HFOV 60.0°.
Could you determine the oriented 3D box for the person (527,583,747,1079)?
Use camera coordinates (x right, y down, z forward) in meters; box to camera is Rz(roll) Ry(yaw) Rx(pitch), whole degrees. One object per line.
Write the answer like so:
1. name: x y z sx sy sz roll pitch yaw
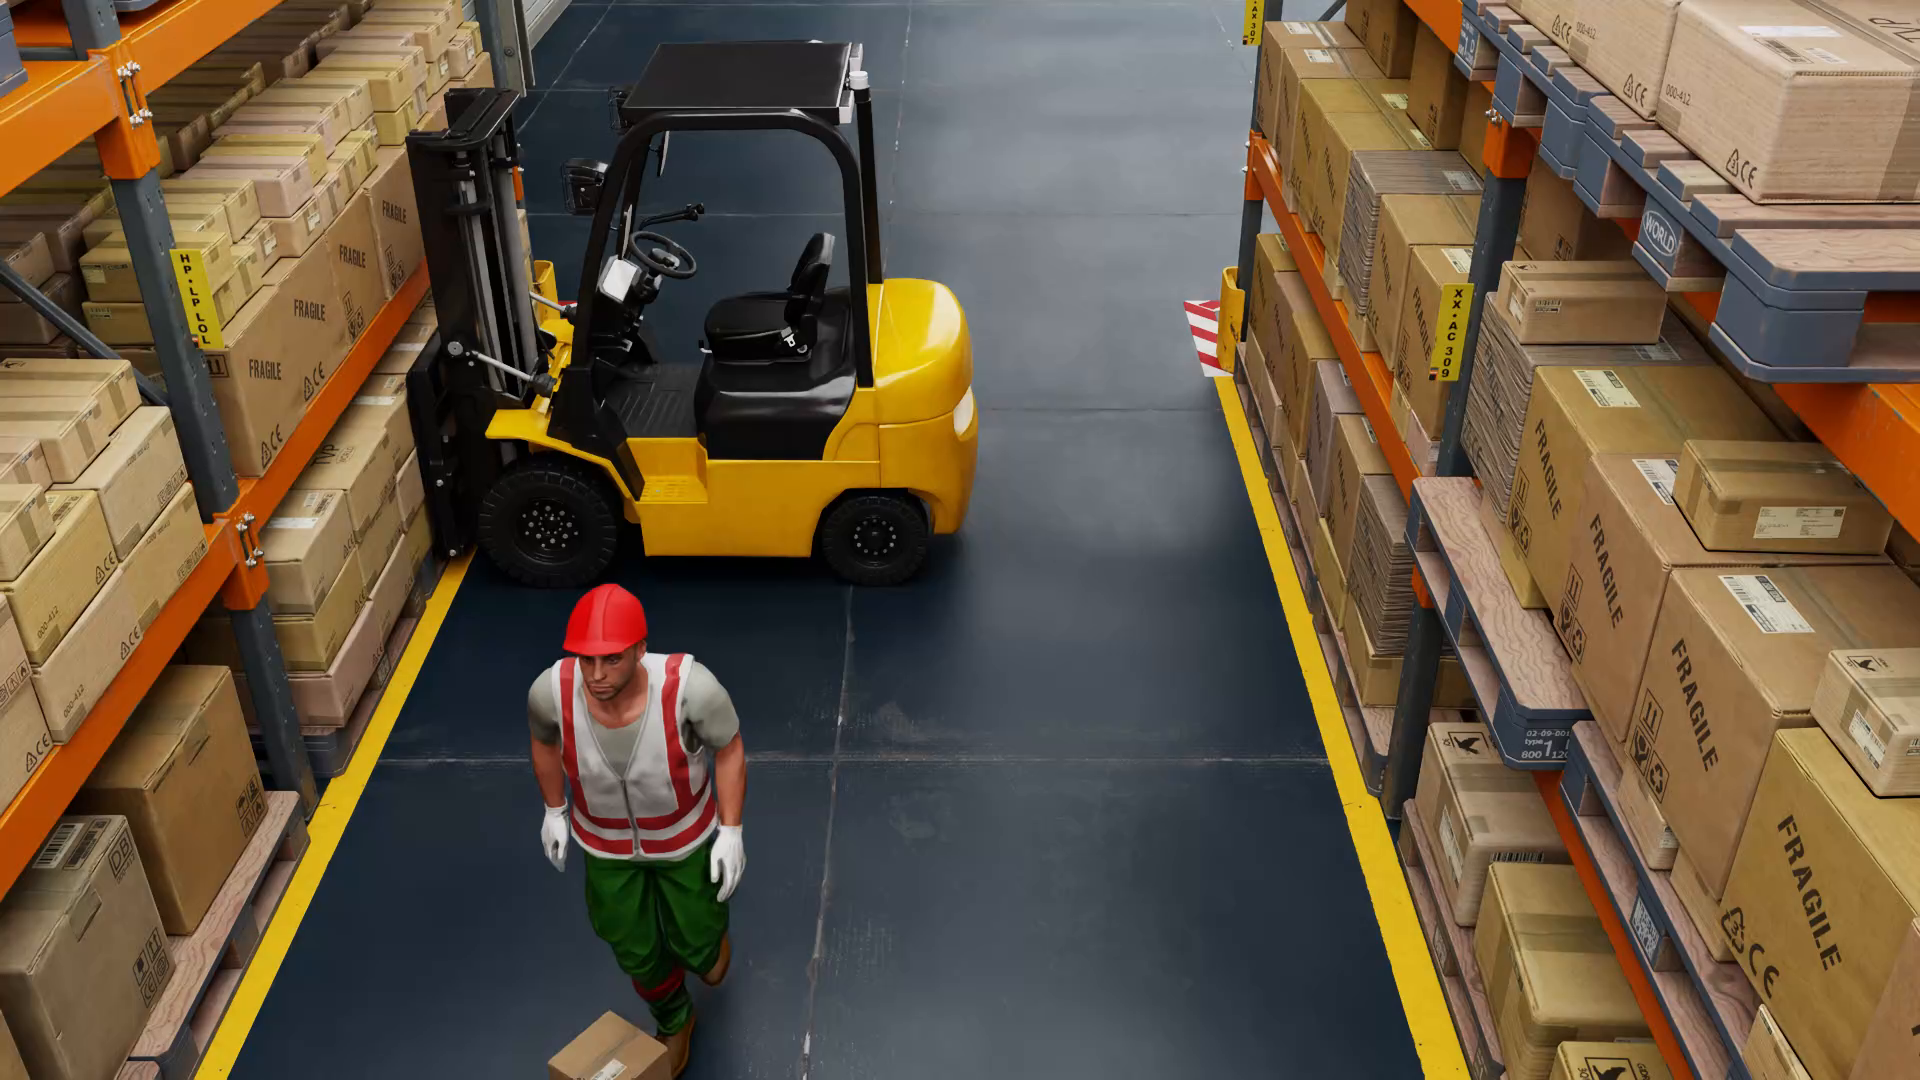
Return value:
1. person: -0.902 0.799 4.796 0.610 1.765 0.645 -2 31 -3
